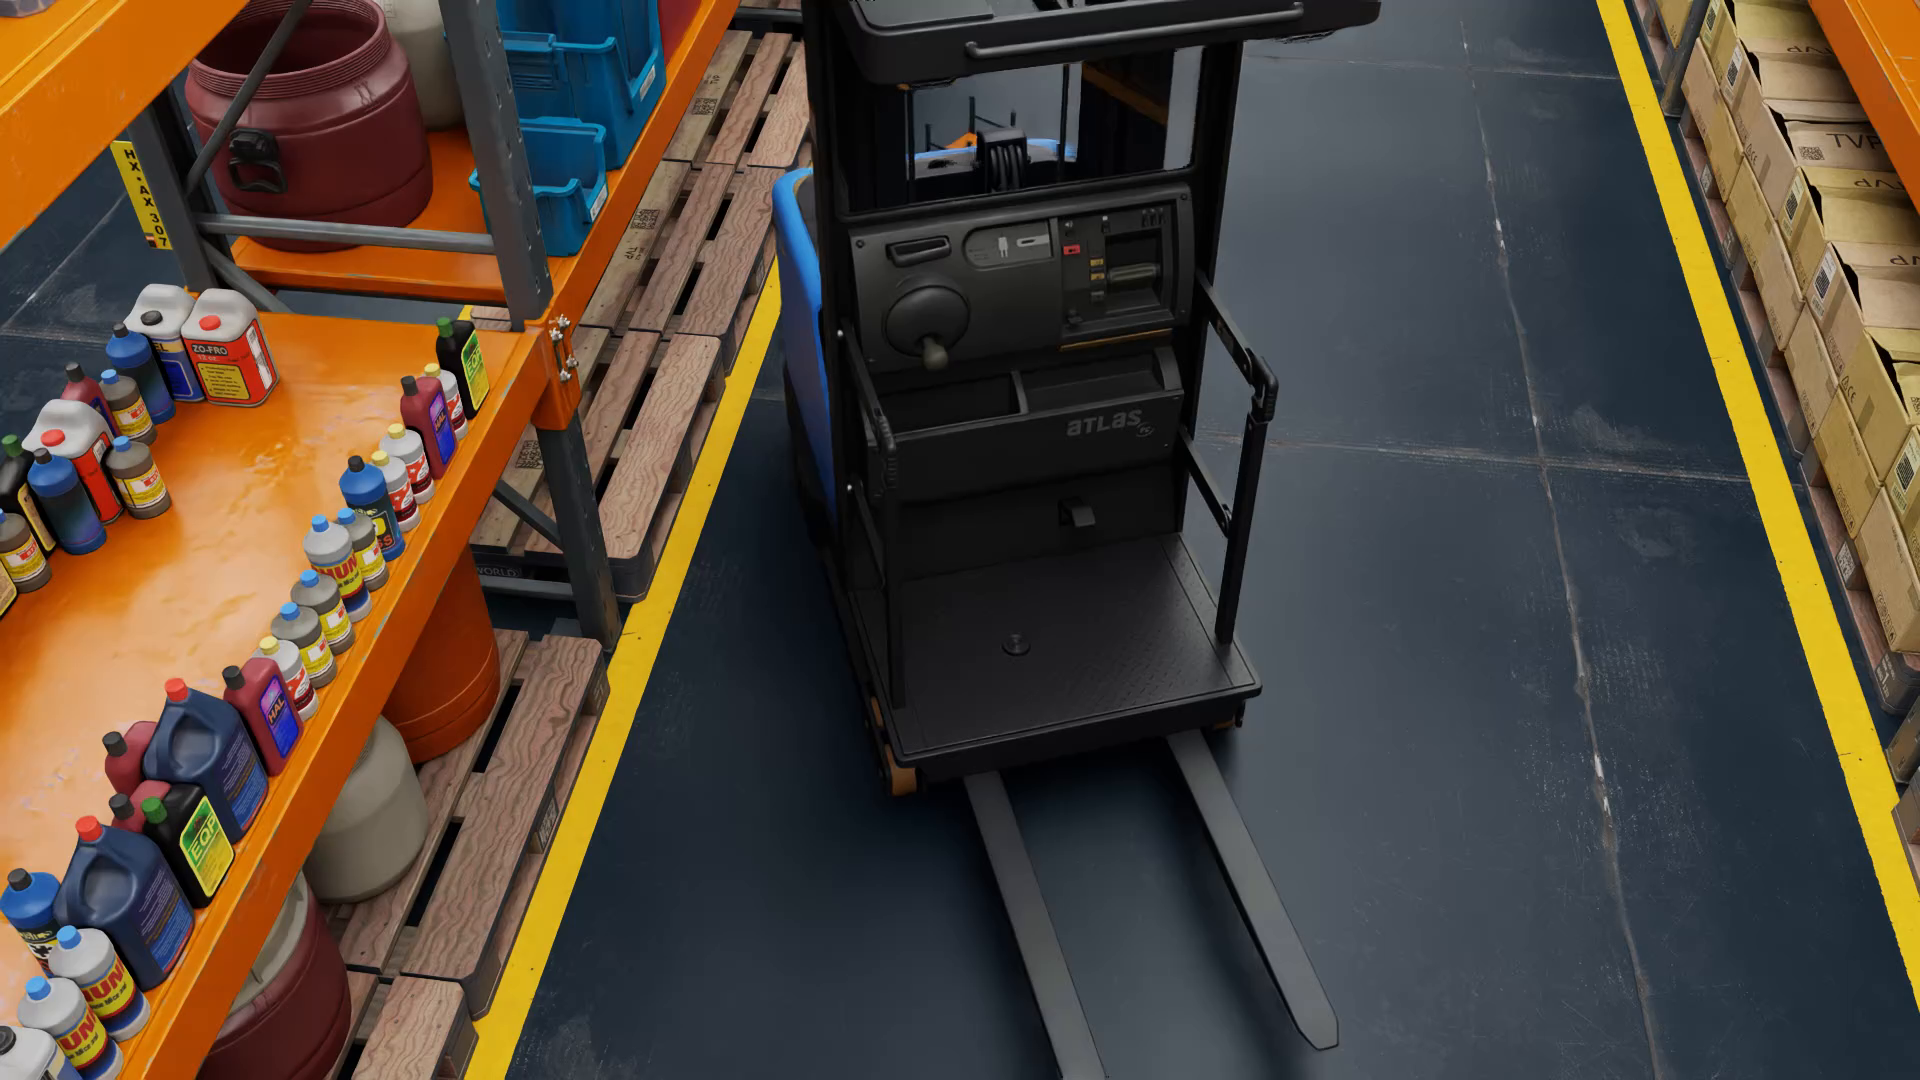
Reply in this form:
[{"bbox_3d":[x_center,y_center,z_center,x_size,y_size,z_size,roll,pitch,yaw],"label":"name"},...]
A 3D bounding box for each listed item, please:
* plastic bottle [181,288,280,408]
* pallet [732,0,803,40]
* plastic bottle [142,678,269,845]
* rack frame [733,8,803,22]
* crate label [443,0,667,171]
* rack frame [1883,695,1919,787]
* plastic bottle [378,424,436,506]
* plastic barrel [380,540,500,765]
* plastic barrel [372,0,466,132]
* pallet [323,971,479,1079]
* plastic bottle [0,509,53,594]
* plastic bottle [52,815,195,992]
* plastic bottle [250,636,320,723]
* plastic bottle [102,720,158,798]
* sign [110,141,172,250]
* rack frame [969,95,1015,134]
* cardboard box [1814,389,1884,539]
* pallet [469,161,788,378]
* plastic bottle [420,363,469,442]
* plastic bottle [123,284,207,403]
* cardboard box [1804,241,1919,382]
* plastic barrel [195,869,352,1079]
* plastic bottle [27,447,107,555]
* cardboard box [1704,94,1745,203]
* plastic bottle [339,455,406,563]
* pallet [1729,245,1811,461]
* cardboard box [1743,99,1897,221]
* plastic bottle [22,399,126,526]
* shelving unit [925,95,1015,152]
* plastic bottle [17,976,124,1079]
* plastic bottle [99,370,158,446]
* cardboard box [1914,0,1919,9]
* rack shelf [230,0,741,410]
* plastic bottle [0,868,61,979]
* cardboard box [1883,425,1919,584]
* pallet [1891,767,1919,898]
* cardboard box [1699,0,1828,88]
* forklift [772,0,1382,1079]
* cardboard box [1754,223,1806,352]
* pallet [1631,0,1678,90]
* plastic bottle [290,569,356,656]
[{"bbox_3d":[-1.836,-0.482,4.167,0.152,0.276,0.135,5,44,6],"label":"plastic bottle"},{"bbox_3d":[-0.950,-2.973,8.737,1.003,0.211,1.213,5,44,6],"label":"pallet"},{"bbox_3d":[-1.453,0.410,3.171,0.144,0.351,0.185,5,44,6],"label":"plastic bottle"},{"bbox_3d":[-1.080,-3.532,7.299,1.000,3.000,0.127,5,44,6],"label":"rack frame"},{"bbox_3d":[-1.209,-1.471,5.097,0.502,0.435,0.616,5,44,6],"label":"crate label"},{"bbox_3d":[3.301,-0.353,3.941,1.000,3.000,0.127,5,44,6],"label":"rack frame"},{"bbox_3d":[-1.303,-0.185,3.908,0.097,0.201,0.097,0,43,0],"label":"plastic bottle"},{"bbox_3d":[-1.657,0.164,4.668,0.600,0.830,0.708,5,44,6],"label":"plastic barrel"},{"bbox_3d":[-1.685,-1.567,5.142,0.421,0.512,0.421,0,43,0],"label":"plastic barrel"},{"bbox_3d":[-1.835,1.577,3.931,1.003,0.211,1.213,5,44,6],"label":"pallet"},{"bbox_3d":[-2.108,0.014,3.698,0.097,0.201,0.097,0,43,0],"label":"plastic bottle"},{"bbox_3d":[-1.495,0.627,2.942,0.144,0.351,0.185,5,44,6],"label":"plastic bottle"},{"bbox_3d":[-1.393,0.279,3.418,0.097,0.201,0.097,0,43,0],"label":"plastic bottle"},{"bbox_3d":[-1.558,0.443,3.186,0.061,0.283,0.133,5,44,6],"label":"plastic bottle"},{"bbox_3d":[-2.155,-0.910,4.411,0.100,0.325,0.005,5,44,6],"label":"sign"},{"bbox_3d":[0.113,-1.149,6.199,0.200,1.050,0.008,30,51,28],"label":"rack frame"},{"bbox_3d":[3.193,-0.240,5.516,0.500,0.250,0.500,5,44,5],"label":"cardboard box"},{"bbox_3d":[-1.304,-1.147,6.808,1.003,0.211,1.213,5,44,6],"label":"pallet"},{"bbox_3d":[-1.273,-0.342,4.074,0.097,0.201,0.097,0,43,0],"label":"plastic bottle"},{"bbox_3d":[-1.986,-0.495,4.182,0.152,0.276,0.135,5,44,6],"label":"plastic bottle"},{"bbox_3d":[3.257,-0.789,5.688,0.500,0.311,0.500,5,44,5],"label":"cardboard box"},{"bbox_3d":[-1.806,1.022,3.938,0.600,0.588,0.708,5,44,6],"label":"plastic barrel"},{"bbox_3d":[-2.030,-0.096,3.764,0.097,0.271,0.097,0,43,0],"label":"plastic bottle"},{"bbox_3d":[3.462,-1.633,6.987,0.500,0.250,0.500,6,44,7],"label":"cardboard box"},{"bbox_3d":[-1.329,-0.078,3.744,0.097,0.271,0.097,0,43,0],"label":"plastic bottle"},{"bbox_3d":[3.612,-0.727,6.365,1.003,0.211,1.213,5,44,6],"label":"pallet"},{"bbox_3d":[3.389,-1.484,6.423,0.500,0.311,0.500,4,44,4],"label":"cardboard box"},{"bbox_3d":[-2.048,-0.180,3.849,0.152,0.276,0.135,5,44,6],"label":"plastic bottle"},{"bbox_3d":[0.035,-1.084,6.131,0.215,1.050,0.252,30,51,28],"label":"shelving unit"},{"bbox_3d":[-1.503,0.820,2.796,0.097,0.271,0.097,0,43,0],"label":"plastic bottle"},{"bbox_3d":[-2.042,-0.325,4.057,0.097,0.201,0.097,0,43,0],"label":"plastic bottle"},{"bbox_3d":[3.576,-1.893,5.495,0.500,0.500,0.500,5,44,6],"label":"cardboard box"},{"bbox_3d":[-1.344,-1.908,6.106,1.077,0.370,4.000,5,44,6],"label":"rack shelf"},{"bbox_3d":[-1.620,0.675,2.950,0.097,0.271,0.097,0,43,0],"label":"plastic bottle"},{"bbox_3d":[3.126,-0.090,4.950,0.500,0.311,0.500,6,44,7],"label":"cardboard box"},{"bbox_3d":[3.164,1.165,4.366,1.003,0.211,1.213,5,44,6],"label":"pallet"},{"bbox_3d":[3.528,-2.178,7.155,0.500,0.311,0.500,5,44,6],"label":"cardboard box"},{"bbox_3d":[0.232,-0.604,4.256,1.130,2.935,3.031,-10,44,-11],"label":"forklift"},{"bbox_3d":[3.328,-0.933,6.248,0.500,0.250,0.500,6,44,6],"label":"cardboard box"},{"bbox_3d":[3.976,-2.605,8.348,1.003,0.211,1.213,5,44,6],"label":"pallet"},{"bbox_3d":[-1.368,0.147,3.558,0.097,0.201,0.097,0,43,0],"label":"plastic bottle"}]
